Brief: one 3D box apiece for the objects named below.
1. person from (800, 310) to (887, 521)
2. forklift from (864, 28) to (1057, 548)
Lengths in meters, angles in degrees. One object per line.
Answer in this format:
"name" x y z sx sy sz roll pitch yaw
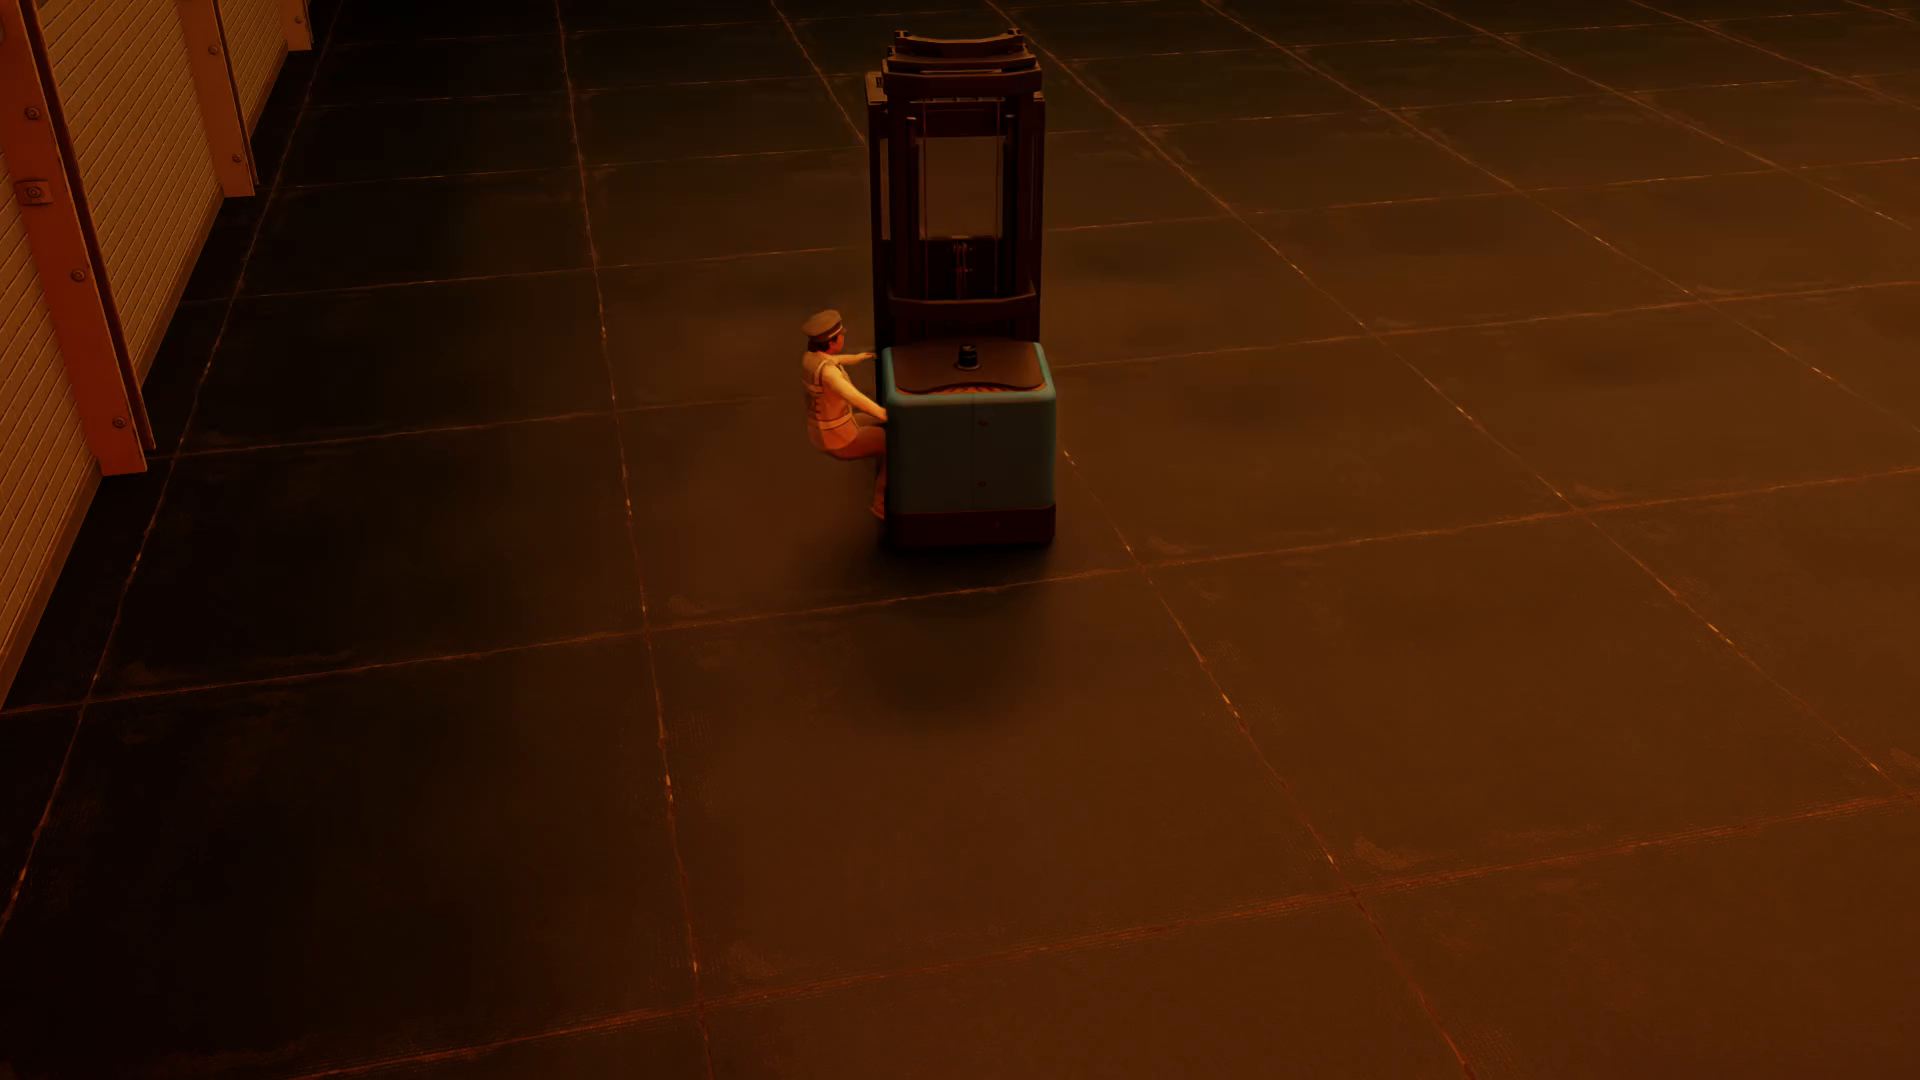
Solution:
"person" -0.576 -0.776 10.385 0.795 1.439 0.902 -20 35 -30
"forklift" -0.041 -1.932 10.912 1.130 2.935 3.031 -2 30 -4
